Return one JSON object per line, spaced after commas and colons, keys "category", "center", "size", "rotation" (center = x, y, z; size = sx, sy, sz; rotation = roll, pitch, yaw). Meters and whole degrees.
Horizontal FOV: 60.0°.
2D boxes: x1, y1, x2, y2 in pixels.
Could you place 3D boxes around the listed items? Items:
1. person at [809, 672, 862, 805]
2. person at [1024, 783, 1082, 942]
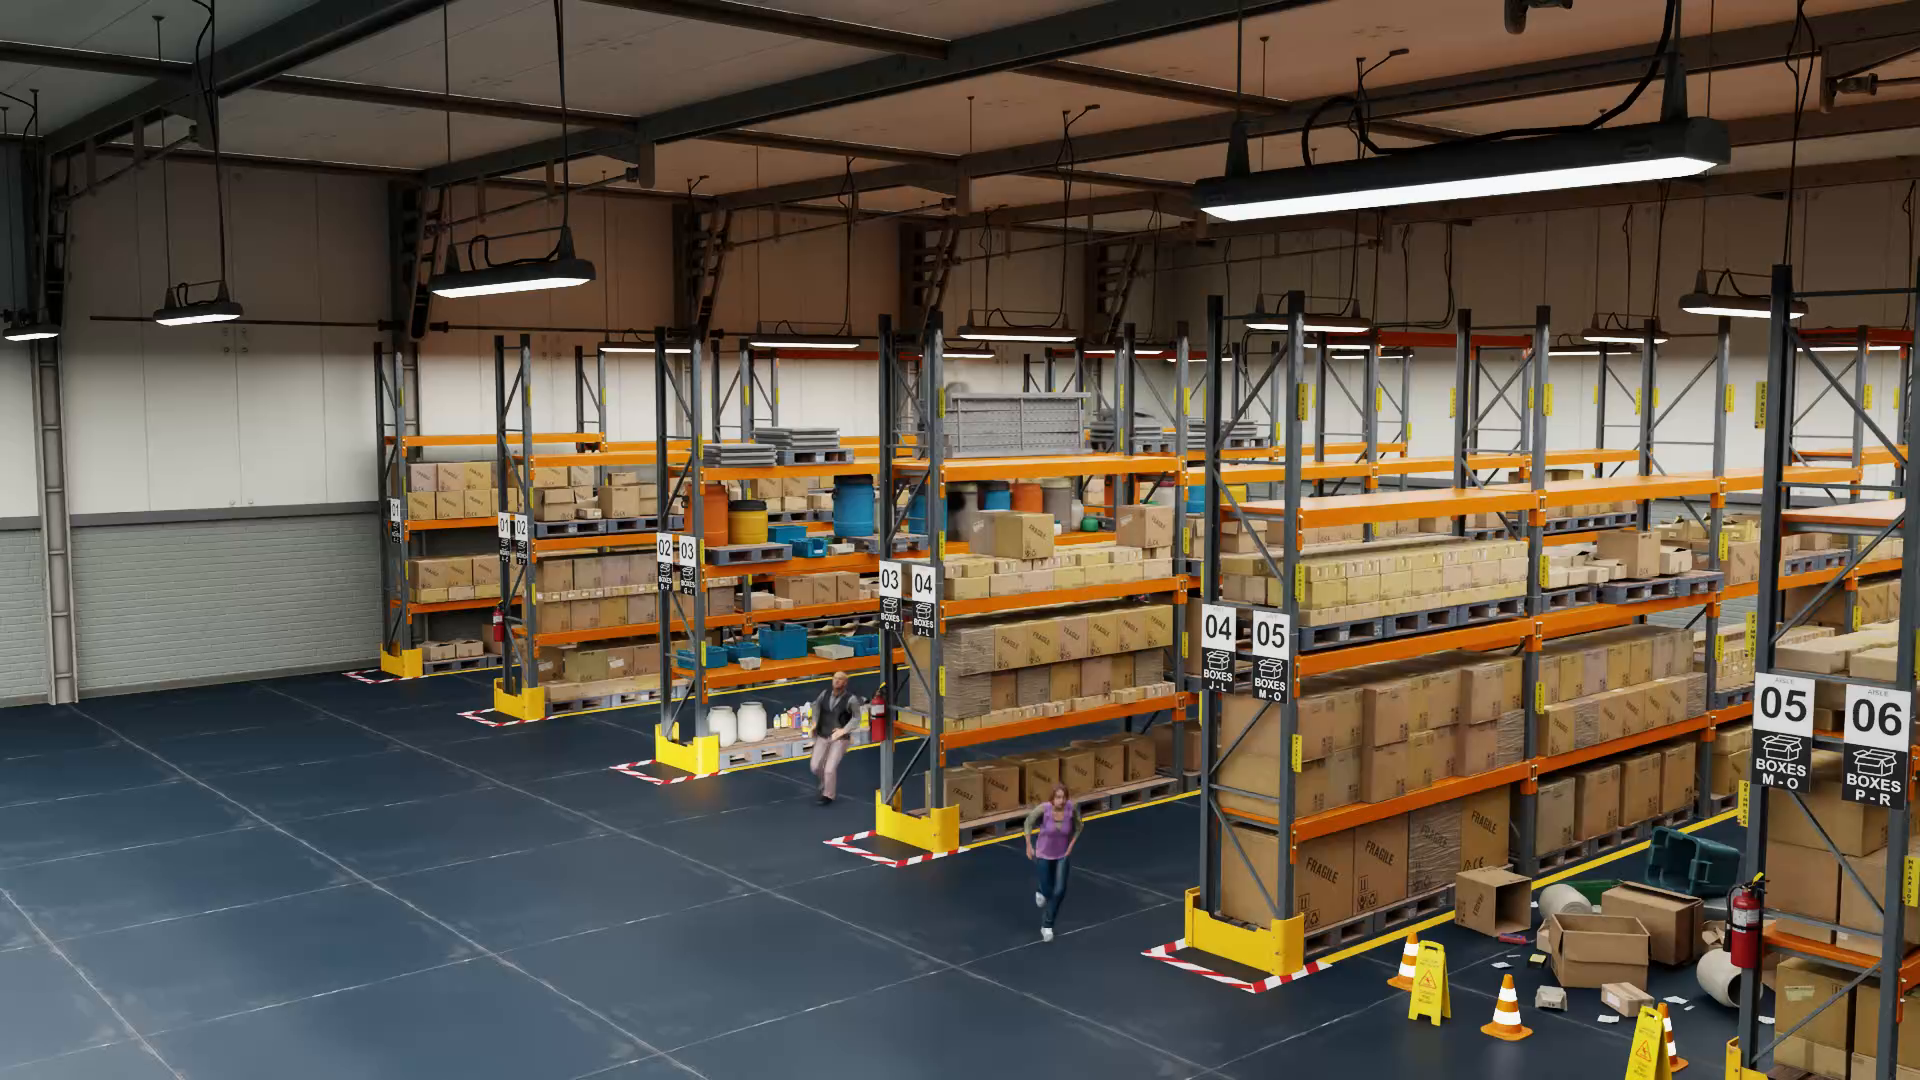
{"category": "person", "center": [-1.562, 2.463, 20.699], "size": [0.708, 1.659, 0.540], "rotation": [1, 5, 16]}
{"category": "person", "center": [0.870, 2.999, 15.698], "size": [0.533, 1.538, 0.669], "rotation": [-1, 5, -15]}
